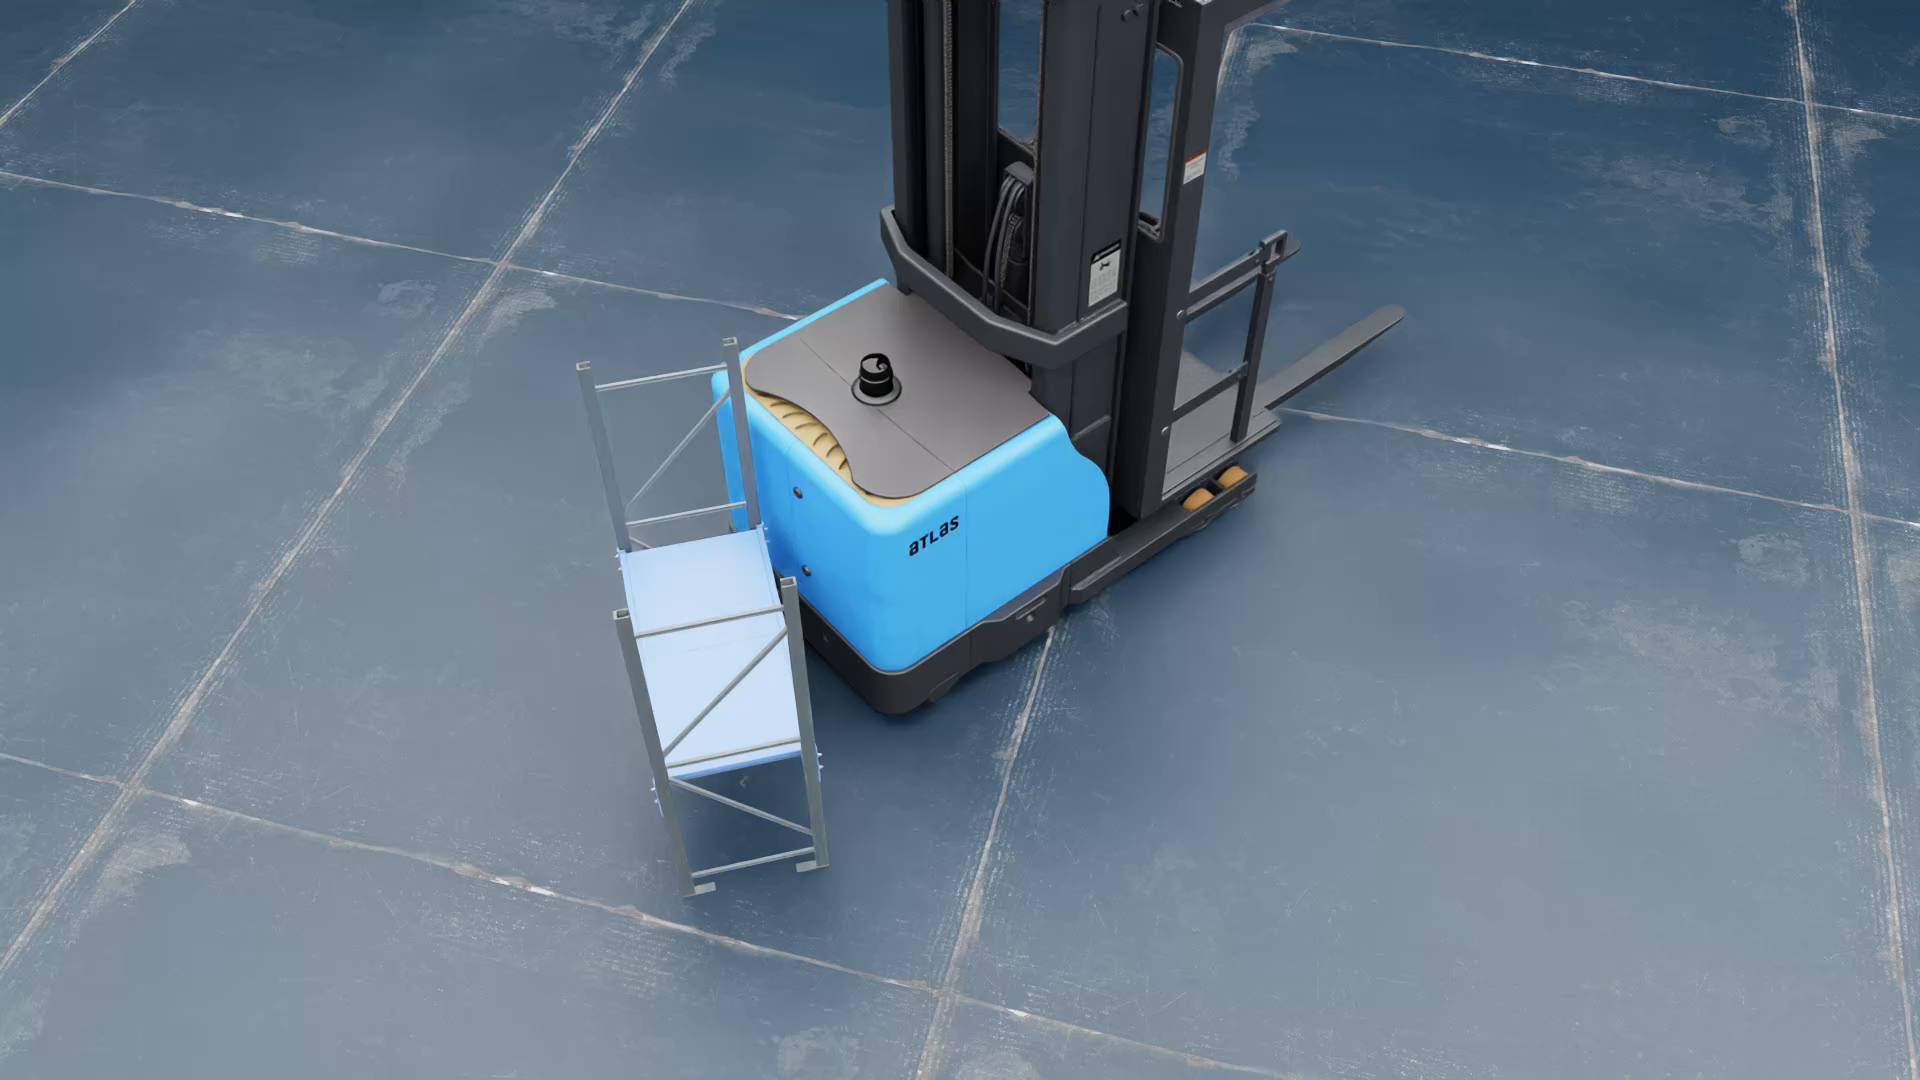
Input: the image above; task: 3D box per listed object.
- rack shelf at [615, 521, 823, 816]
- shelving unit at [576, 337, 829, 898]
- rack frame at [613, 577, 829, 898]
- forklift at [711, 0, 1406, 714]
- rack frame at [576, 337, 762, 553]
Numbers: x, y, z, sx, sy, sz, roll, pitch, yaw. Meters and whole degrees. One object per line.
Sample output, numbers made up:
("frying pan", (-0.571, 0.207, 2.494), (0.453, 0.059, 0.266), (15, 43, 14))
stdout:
("rack shelf", (-0.818, 0.403, 5.553), (0.538, 0.185, 1.000), (-11, 49, -9))
("shelving unit", (-0.818, 0.284, 5.418), (0.538, 1.500, 1.048), (-11, 49, -9))
("rack frame", (-0.693, 0.653, 5.092), (0.500, 1.500, 0.032), (-11, 49, -9))
("forklift", (0.574, -1.288, 5.851), (3.031, 2.935, 1.130), (-32, 56, -25))
("rack frame", (-0.944, -0.085, 5.744), (0.500, 1.500, 0.032), (-11, 49, -9))
